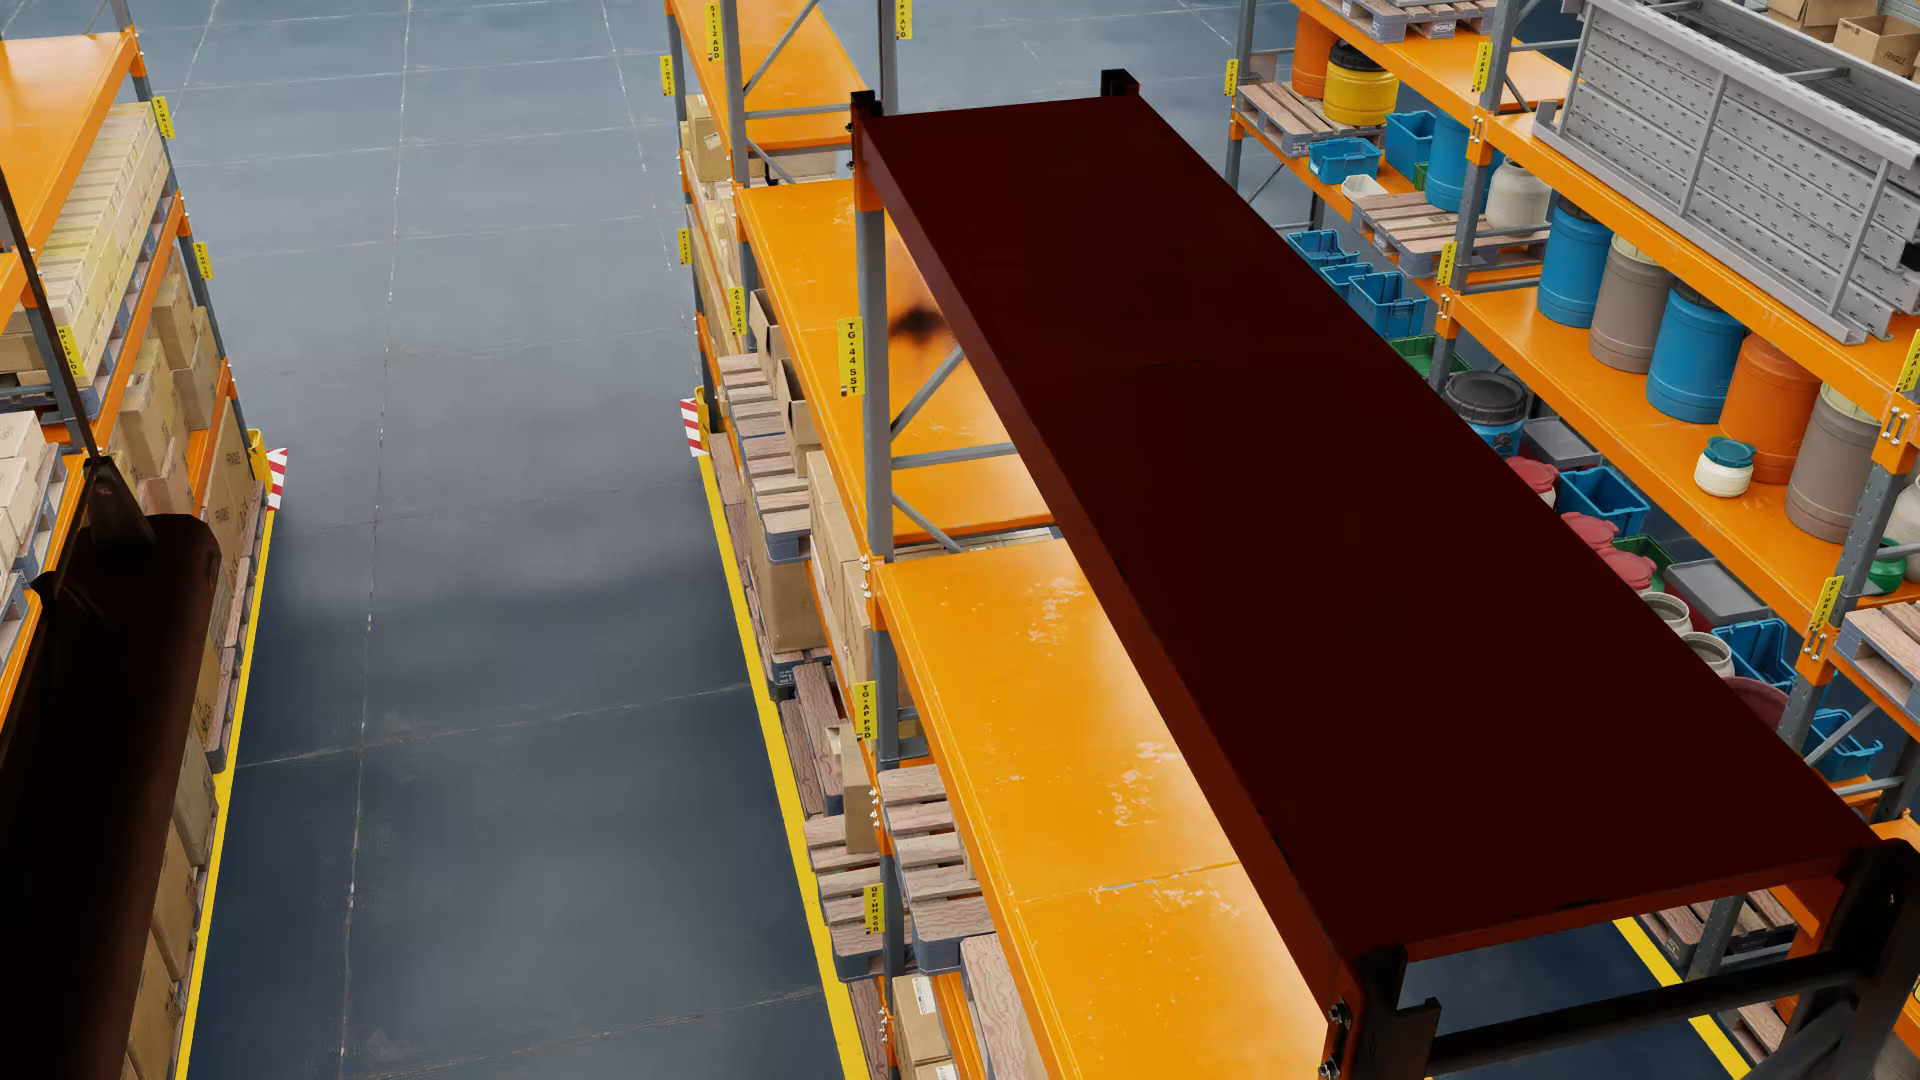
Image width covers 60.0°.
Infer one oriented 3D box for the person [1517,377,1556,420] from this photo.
[{"bbox_3d":[5.151,-1.390,14.587,0.674,1.721,0.569,-8,35,-11],"label":"person"}]
